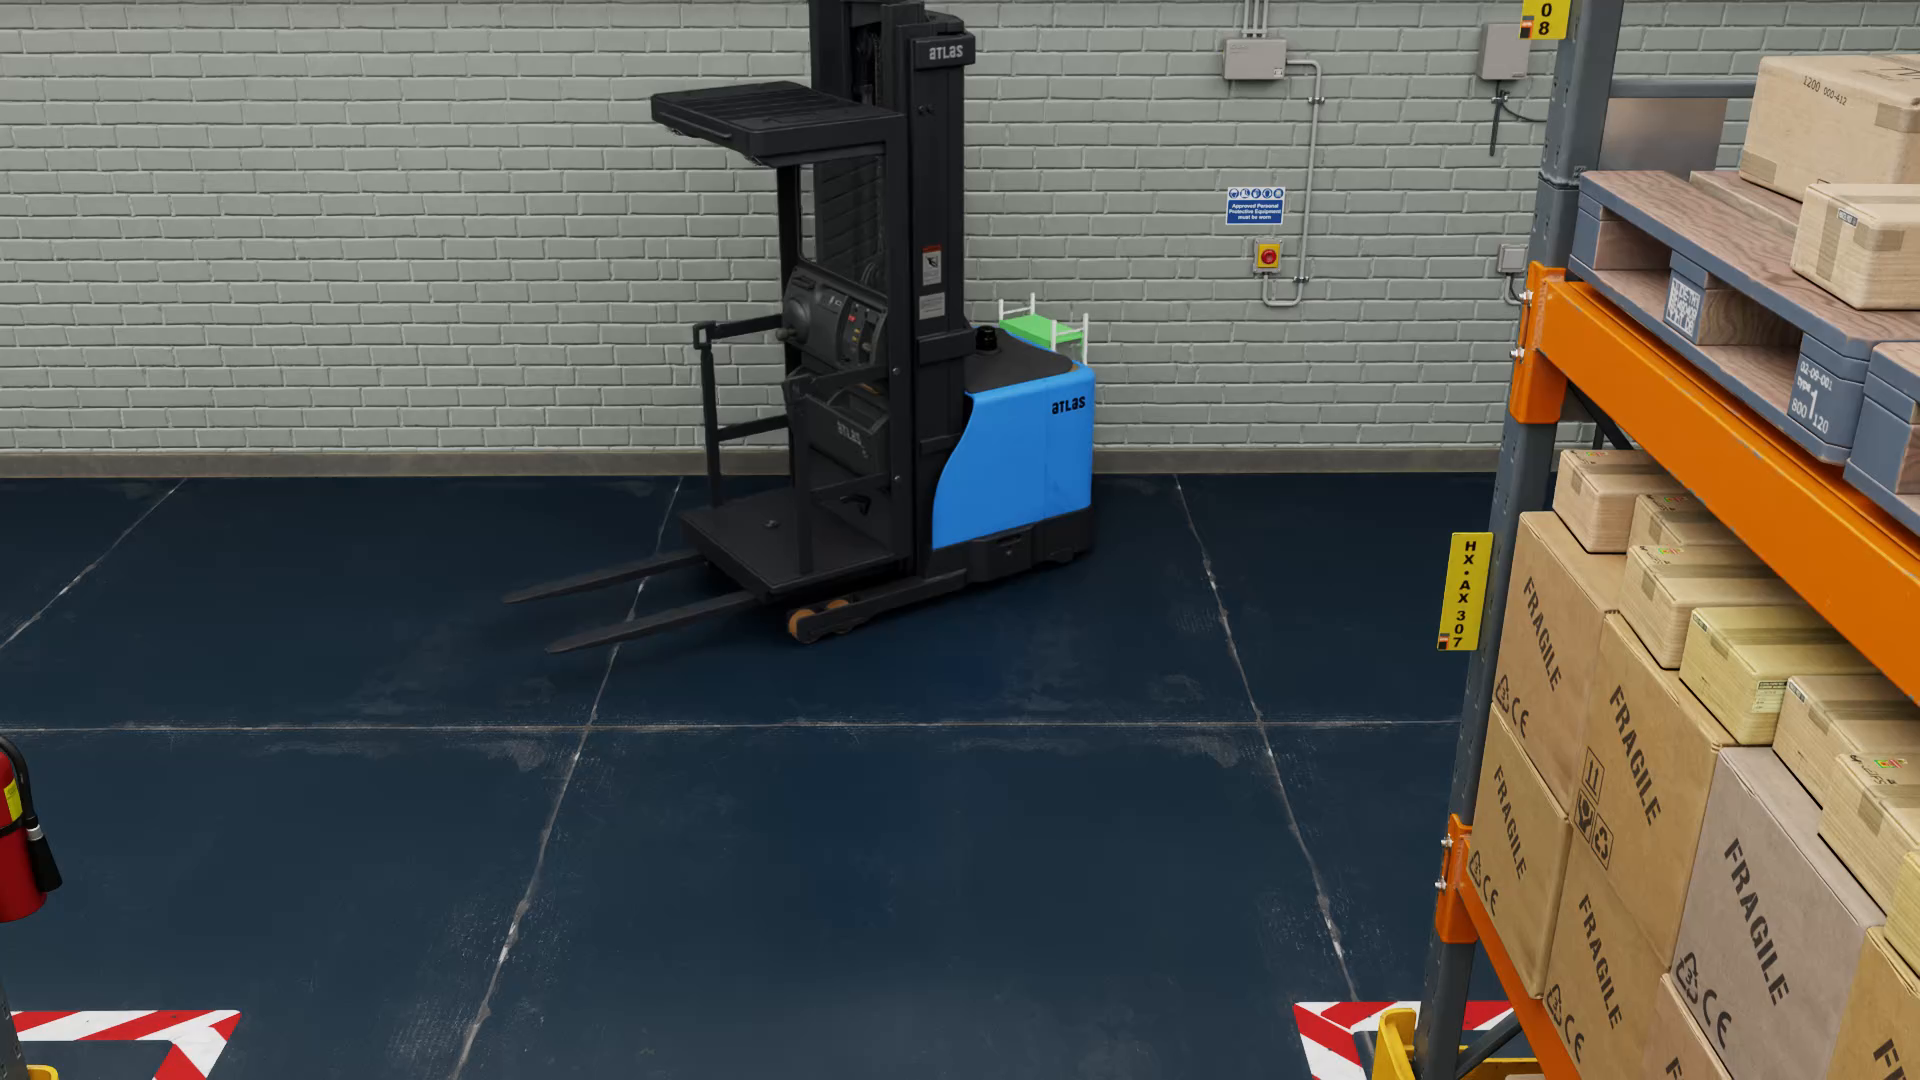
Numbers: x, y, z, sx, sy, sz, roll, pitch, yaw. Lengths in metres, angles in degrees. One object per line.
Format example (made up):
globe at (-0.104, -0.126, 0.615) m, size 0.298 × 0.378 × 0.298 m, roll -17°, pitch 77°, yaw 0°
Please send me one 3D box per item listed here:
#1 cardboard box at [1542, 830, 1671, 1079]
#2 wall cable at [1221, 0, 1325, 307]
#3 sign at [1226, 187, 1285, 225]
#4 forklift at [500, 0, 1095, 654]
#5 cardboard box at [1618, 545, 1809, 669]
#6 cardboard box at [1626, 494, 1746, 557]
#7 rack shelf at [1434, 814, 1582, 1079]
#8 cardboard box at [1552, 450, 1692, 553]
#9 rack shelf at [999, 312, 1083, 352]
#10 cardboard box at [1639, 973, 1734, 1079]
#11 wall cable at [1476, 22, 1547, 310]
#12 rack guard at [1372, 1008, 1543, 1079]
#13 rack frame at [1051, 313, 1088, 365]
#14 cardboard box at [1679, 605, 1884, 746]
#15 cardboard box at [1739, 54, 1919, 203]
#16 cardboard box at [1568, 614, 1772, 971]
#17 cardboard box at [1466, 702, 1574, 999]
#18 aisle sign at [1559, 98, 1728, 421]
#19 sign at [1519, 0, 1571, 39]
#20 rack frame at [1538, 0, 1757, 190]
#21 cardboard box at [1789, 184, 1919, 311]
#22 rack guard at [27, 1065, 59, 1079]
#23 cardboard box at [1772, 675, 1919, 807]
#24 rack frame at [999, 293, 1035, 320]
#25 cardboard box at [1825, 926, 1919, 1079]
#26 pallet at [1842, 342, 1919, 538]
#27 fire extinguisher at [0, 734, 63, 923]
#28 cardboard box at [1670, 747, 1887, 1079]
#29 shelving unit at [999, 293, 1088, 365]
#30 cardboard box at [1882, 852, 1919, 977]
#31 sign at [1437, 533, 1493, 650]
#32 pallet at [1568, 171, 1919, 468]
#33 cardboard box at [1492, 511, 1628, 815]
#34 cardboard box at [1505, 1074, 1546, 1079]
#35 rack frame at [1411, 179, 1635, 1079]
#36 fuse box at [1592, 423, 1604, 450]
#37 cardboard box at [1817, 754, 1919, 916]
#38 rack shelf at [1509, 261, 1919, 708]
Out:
cardboard box at (1.573, 0.924, 3.446) m, size 0.500 × 0.500 × 0.500 m, roll -1°, pitch 24°, yaw -1°
wall cable at (1.737, -2.239, 9.289) m, size 0.585 × 1.953 × 0.123 m, roll 0°, pitch 24°, yaw -1°
sign at (1.688, -1.910, 9.504) m, size 0.327 × 0.218 × 0.001 m, roll 0°, pitch 24°, yaw -1°
forklift at (-0.792, -1.077, 8.074) m, size 3.031 × 2.935 × 1.130 m, roll -15°, pitch 28°, yaw -30°
cardboard box at (1.511, 0.128, 3.205) m, size 0.380 × 0.149 × 0.250 m, roll 0°, pitch 24°, yaw 1°
cardboard box at (1.623, 0.021, 3.443) m, size 0.380 × 0.149 × 0.250 m, roll 0°, pitch 24°, yaw 1°
rack shelf at (1.844, 1.714, 2.693) m, size 1.077 × 0.370 × 4.000 m, roll 0°, pitch 24°, yaw -1°
cardboard box at (1.549, -0.087, 3.681) m, size 0.380 × 0.149 × 0.250 m, roll 0°, pitch 24°, yaw 1°
rack shelf at (0.459, -1.125, 9.272) m, size 0.258 × 0.148 × 0.480 m, roll -16°, pitch 29°, yaw -31°
cardboard box at (1.561, 1.134, 2.982) m, size 0.500 × 0.500 × 0.500 m, roll 0°, pitch 24°, yaw -1°
wall cable at (3.155, -2.235, 9.320) m, size 0.588 × 1.984 × 0.122 m, roll 0°, pitch 24°, yaw -1°
rack guard at (1.821, 1.691, 4.904) m, size 1.175 × 0.500 × 0.348 m, roll 0°, pitch 24°, yaw -1°
rack frame at (0.597, -0.663, 9.260) m, size 0.240 × 1.200 × 0.015 m, roll -16°, pitch 29°, yaw -31°
cardboard box at (1.532, 0.237, 2.965) m, size 0.380 × 0.149 × 0.250 m, roll -1°, pitch 24°, yaw -2°
cardboard box at (1.917, -0.788, 3.264) m, size 0.500 × 0.250 × 0.500 m, roll -2°, pitch 24°, yaw -5°
cardboard box at (1.555, 0.473, 3.230) m, size 0.500 × 0.500 × 0.500 m, roll -1°, pitch 24°, yaw -2°
cardboard box at (1.540, 0.716, 3.907) m, size 0.500 × 0.500 × 0.500 m, roll 0°, pitch 24°, yaw -1°
aisle sign at (1.531, -0.651, 3.894) m, size 0.394 × 0.787 × 0.004 m, roll 0°, pitch 24°, yaw -1°
sign at (1.267, -1.239, 3.553) m, size 0.100 × 0.325 × 0.005 m, roll 0°, pitch 24°, yaw -1°
rack frame at (1.822, -2.171, 3.131) m, size 1.000 × 3.000 × 0.127 m, roll 0°, pitch 24°, yaw -1°
cardboard box at (1.604, -0.478, 2.700) m, size 0.380 × 0.149 × 0.250 m, roll 1°, pitch 24°, yaw 1°
rack guard at (-3.126, 1.796, 4.672) m, size 1.175 × 0.500 × 0.348 m, roll 0°, pitch 24°, yaw -1°
cardboard box at (1.587, 0.345, 2.726) m, size 0.380 × 0.149 × 0.250 m, roll 0°, pitch 24°, yaw 0°
rack frame at (0.322, -0.829, 9.628) m, size 0.240 × 1.200 × 0.015 m, roll -16°, pitch 29°, yaw -31°
cardboard box at (1.574, 0.890, 2.306) m, size 0.500 × 0.500 × 0.500 m, roll 0°, pitch 24°, yaw 0°
pallet at (1.856, 0.045, 1.977) m, size 1.003 × 0.211 × 1.213 m, roll 0°, pitch 24°, yaw -1°
fire extinguisher at (-2.668, 0.725, 4.553) m, size 0.296 × 0.674 × 0.183 m, roll 0°, pitch 24°, yaw -1°
cardboard box at (1.568, 0.685, 2.761) m, size 0.500 × 0.500 × 0.500 m, roll 0°, pitch 24°, yaw -1°
shelving unit at (0.459, -0.746, 9.444) m, size 0.258 × 1.200 × 0.503 m, roll -16°, pitch 29°, yaw -31°
cardboard box at (1.524, 0.552, 2.267) m, size 0.380 × 0.149 × 0.250 m, roll -1°, pitch 24°, yaw -2°
sign at (1.267, 0.132, 4.173) m, size 0.100 × 0.325 × 0.005 m, roll 0°, pitch 24°, yaw -1°
pallet at (1.840, -0.459, 3.092) m, size 1.003 × 0.211 × 1.213 m, roll 0°, pitch 24°, yaw -1°
cardboard box at (1.542, 0.260, 3.701) m, size 0.500 × 0.500 × 0.500 m, roll -1°, pitch 24°, yaw -2°
cardboard box at (1.929, 1.810, 4.208) m, size 0.875 × 0.438 × 0.875 m, roll -1°, pitch 24°, yaw -2°
rack frame at (1.822, 0.562, 4.367) m, size 1.000 × 3.000 × 0.127 m, roll 0°, pitch 24°, yaw -1°
fuse box at (3.839, -1.124, 9.658) m, size 0.539 × 1.711 × 0.414 m, roll 0°, pitch 24°, yaw -1°
cardboard box at (1.548, 0.448, 2.499) m, size 0.380 × 0.149 × 0.250 m, roll 0°, pitch 24°, yaw 0°
rack shelf at (1.844, 0.347, 2.075) m, size 1.077 × 0.370 × 4.000 m, roll 0°, pitch 24°, yaw -1°
